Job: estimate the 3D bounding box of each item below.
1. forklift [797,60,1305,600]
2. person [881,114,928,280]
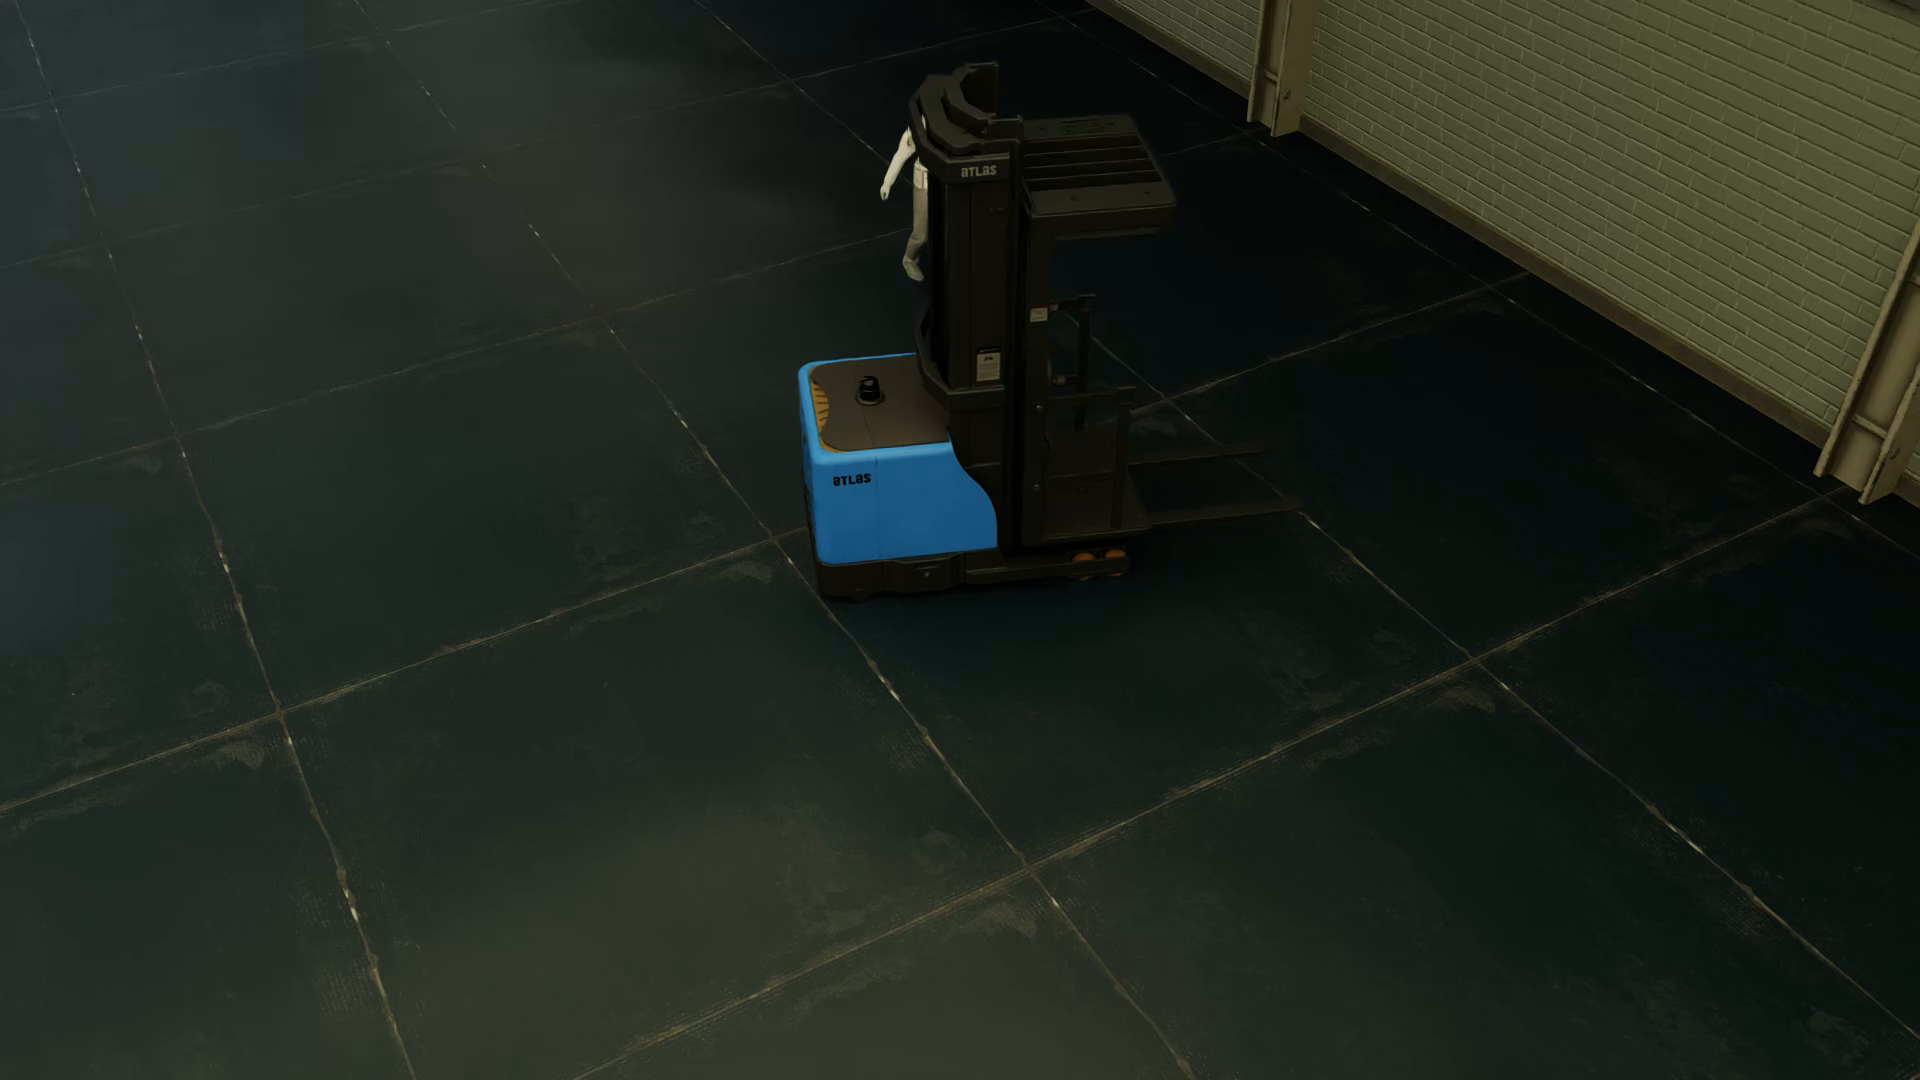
[{"bbox_3d":[0.580,-1.215,9.501,3.031,2.935,1.130,-6,40,-7],"label":"forklift"},{"bbox_3d":[-0.201,-2.638,12.302,0.813,1.648,0.452,-16,42,-18],"label":"person"}]
